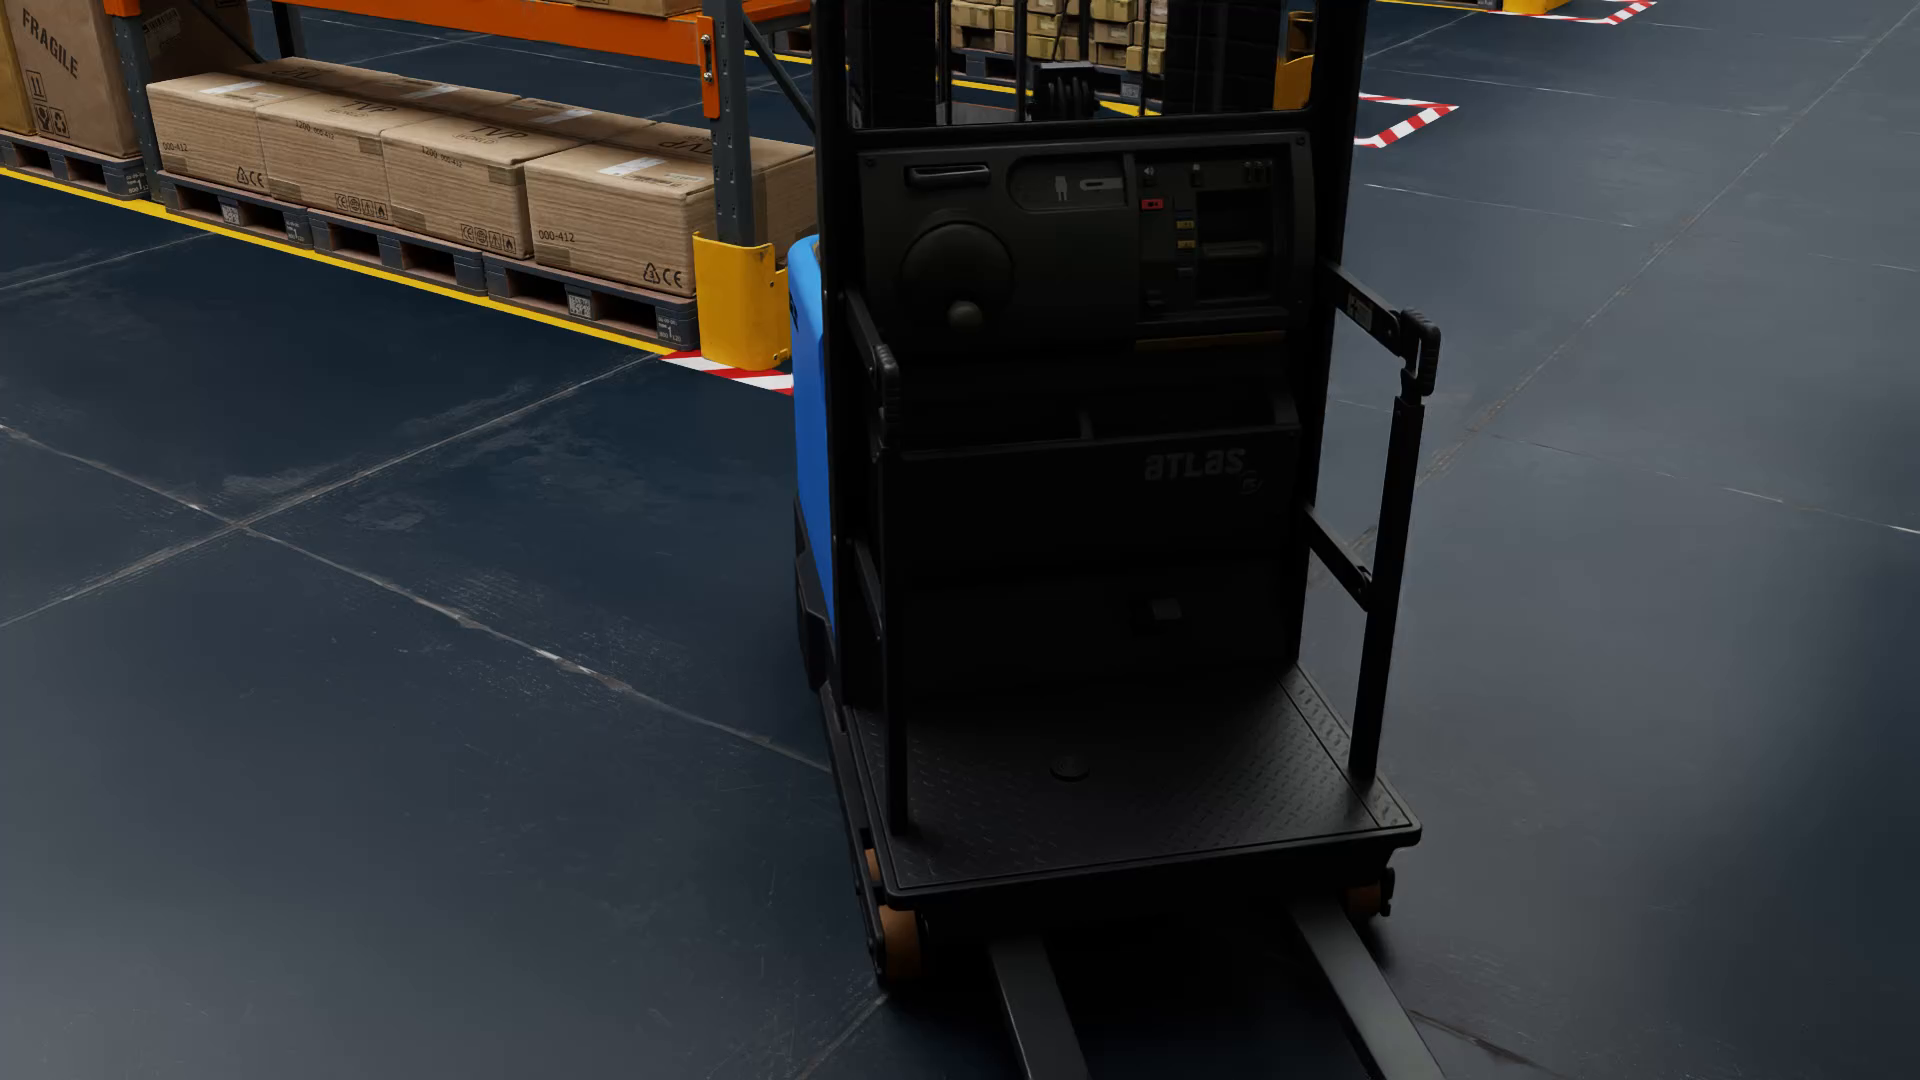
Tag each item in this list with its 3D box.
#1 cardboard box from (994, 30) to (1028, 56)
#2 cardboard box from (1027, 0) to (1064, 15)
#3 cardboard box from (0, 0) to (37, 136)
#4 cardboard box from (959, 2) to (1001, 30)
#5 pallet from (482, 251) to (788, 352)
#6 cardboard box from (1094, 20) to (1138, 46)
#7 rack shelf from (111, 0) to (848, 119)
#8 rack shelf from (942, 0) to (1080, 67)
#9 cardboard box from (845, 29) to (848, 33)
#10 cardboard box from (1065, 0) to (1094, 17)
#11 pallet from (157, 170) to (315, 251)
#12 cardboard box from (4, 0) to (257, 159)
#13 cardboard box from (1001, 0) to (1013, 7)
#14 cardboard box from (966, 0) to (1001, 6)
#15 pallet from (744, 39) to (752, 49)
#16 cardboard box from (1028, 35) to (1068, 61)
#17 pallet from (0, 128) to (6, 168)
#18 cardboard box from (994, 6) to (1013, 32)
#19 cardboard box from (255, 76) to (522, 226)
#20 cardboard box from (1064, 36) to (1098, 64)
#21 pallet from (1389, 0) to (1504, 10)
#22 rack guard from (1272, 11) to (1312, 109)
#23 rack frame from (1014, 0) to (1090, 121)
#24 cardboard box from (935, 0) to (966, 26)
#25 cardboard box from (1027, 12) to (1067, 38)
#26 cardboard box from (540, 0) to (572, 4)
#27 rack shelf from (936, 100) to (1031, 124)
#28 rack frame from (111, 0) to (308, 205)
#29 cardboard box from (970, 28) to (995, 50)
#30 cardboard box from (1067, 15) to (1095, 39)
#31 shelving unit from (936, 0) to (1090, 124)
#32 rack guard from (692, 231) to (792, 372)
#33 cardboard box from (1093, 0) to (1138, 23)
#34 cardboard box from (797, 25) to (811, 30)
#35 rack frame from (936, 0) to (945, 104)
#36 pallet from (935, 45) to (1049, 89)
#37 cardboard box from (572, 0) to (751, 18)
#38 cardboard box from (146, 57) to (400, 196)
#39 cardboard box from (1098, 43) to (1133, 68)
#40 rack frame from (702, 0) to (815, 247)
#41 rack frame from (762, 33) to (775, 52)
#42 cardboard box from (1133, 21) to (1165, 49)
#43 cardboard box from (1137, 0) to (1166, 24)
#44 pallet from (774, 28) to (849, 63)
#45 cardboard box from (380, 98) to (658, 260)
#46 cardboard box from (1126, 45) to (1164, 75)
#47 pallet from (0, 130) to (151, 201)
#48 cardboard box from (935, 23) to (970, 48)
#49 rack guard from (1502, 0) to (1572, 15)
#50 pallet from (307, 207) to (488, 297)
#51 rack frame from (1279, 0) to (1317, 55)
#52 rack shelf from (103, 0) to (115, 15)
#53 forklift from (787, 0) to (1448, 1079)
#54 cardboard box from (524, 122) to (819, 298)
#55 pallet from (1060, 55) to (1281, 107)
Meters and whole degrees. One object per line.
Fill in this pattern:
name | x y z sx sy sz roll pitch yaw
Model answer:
cardboard box | 0.441 -3.415 11.332 0.250 0.149 0.380 18 32 31
cardboard box | 0.632 -3.600 11.042 0.250 0.149 0.380 19 32 32
cardboard box | -5.220 -2.883 9.488 0.875 0.875 0.875 18 32 32
cardboard box | 0.198 -3.606 11.381 0.250 0.149 0.380 18 32 31
pallet | -1.321 -1.191 7.357 1.213 0.211 1.003 17 32 30
cardboard box | 1.076 -3.345 10.868 0.250 0.149 0.380 16 31 28
rack shelf | -2.266 -2.451 7.551 4.000 0.370 1.077 17 32 30
rack shelf | 0.054 -1.655 4.674 0.480 0.518 0.431 16 31 28
cardboard box | -0.623 -3.752 11.995 0.250 0.149 0.380 17 32 30
cardboard box | 0.885 -3.552 10.947 0.250 0.149 0.380 16 31 28
pallet | -3.332 -1.817 8.589 1.213 0.211 1.003 17 32 30
cardboard box | -4.471 -2.654 9.038 0.875 0.875 0.875 18 32 32
cardboard box | 0.477 -3.710 11.256 0.250 0.149 0.380 16 31 29
cardboard box | 0.245 -3.766 11.368 0.250 0.149 0.380 17 32 31
pallet | -1.838 -4.118 13.109 1.213 0.211 1.003 17 32 30
cardboard box | 0.655 -3.337 11.180 0.250 0.149 0.380 16 31 28
pallet | -5.603 -2.525 9.979 1.213 0.211 1.003 17 32 30
cardboard box | 0.441 -3.546 11.263 0.250 0.149 0.380 19 33 33
cardboard box | -2.719 -1.899 8.036 0.875 0.438 0.875 16 31 29
cardboard box | 0.901 -3.295 11.097 0.250 0.149 0.380 18 32 31
pallet | 4.290 -4.896 14.638 1.213 0.211 1.003 17 32 30
rack guard | 2.039 -3.040 10.672 0.348 0.500 1.175 17 32 30
rack frame | 0.262 -0.985 4.871 0.015 2.100 0.400 16 31 28
cardboard box | 0.010 -3.679 11.524 0.250 0.149 0.380 17 32 30
cardboard box | 0.642 -3.473 11.120 0.250 0.149 0.380 18 32 31
cardboard box | -1.570 -2.462 6.670 0.500 0.500 0.500 17 31 29
rack shelf | 0.054 -1.032 4.992 0.480 0.518 0.431 16 31 28
rack frame | -3.914 -3.285 8.397 0.127 3.000 1.000 17 32 30
cardboard box | 0.275 -3.507 11.515 0.250 0.149 0.380 18 32 32
cardboard box | 0.913 -3.452 11.079 0.250 0.149 0.380 17 31 30
shelving unit | 0.054 -1.044 4.986 0.503 2.100 0.431 16 31 28
rack guard | -0.597 -1.137 6.934 0.348 0.500 1.175 17 32 30
cardboard box | 1.062 -3.462 10.770 0.250 0.149 0.380 17 31 29
cardboard box | -1.077 -3.864 12.216 0.250 0.149 0.380 16 31 28
rack frame | -0.153 -1.102 5.101 0.015 2.100 0.400 16 31 28
pallet | 0.388 -3.446 11.789 1.213 0.211 1.003 17 32 30
cardboard box | -1.165 -2.327 6.405 0.500 0.500 0.500 18 32 31
cardboard box | -3.458 -2.129 8.488 0.875 0.438 0.875 17 31 30
cardboard box | 1.112 -3.236 10.982 0.250 0.149 0.380 17 32 30
rack frame | -0.617 -2.258 6.379 0.127 3.000 1.000 17 32 30
rack frame | -1.195 -5.161 12.085 0.127 3.000 1.000 17 32 30
cardboard box | 1.320 -3.299 10.778 0.250 0.149 0.380 16 31 29
cardboard box | 1.348 -3.443 10.733 0.250 0.149 0.380 18 32 31
pallet | -0.621 -3.759 12.404 1.213 0.211 1.003 17 32 30
cardboard box | -1.977 -1.667 7.580 0.875 0.438 0.875 18 32 32
cardboard box | 1.281 -3.136 10.786 0.250 0.149 0.380 18 32 32
pallet | -4.593 -2.212 9.364 1.213 0.211 1.003 17 32 30
cardboard box | 0.016 -3.546 11.591 0.250 0.149 0.380 16 31 29
rack guard | 5.013 -4.842 14.214 0.348 0.500 1.175 17 32 30
pallet | -2.322 -1.504 7.974 1.213 0.211 1.003 17 32 30
rack frame | 2.102 -4.134 10.066 0.127 3.000 1.000 17 32 30
rack shelf | -5.563 -3.478 9.570 4.000 0.370 1.077 17 32 30
forklift | 0.307 -0.572 3.143 1.130 2.935 3.031 -5 27 -10
cardboard box | -1.218 -1.435 7.124 0.875 0.438 0.875 16 31 29
pallet | 1.390 -3.133 11.173 1.213 0.211 1.003 17 32 30
